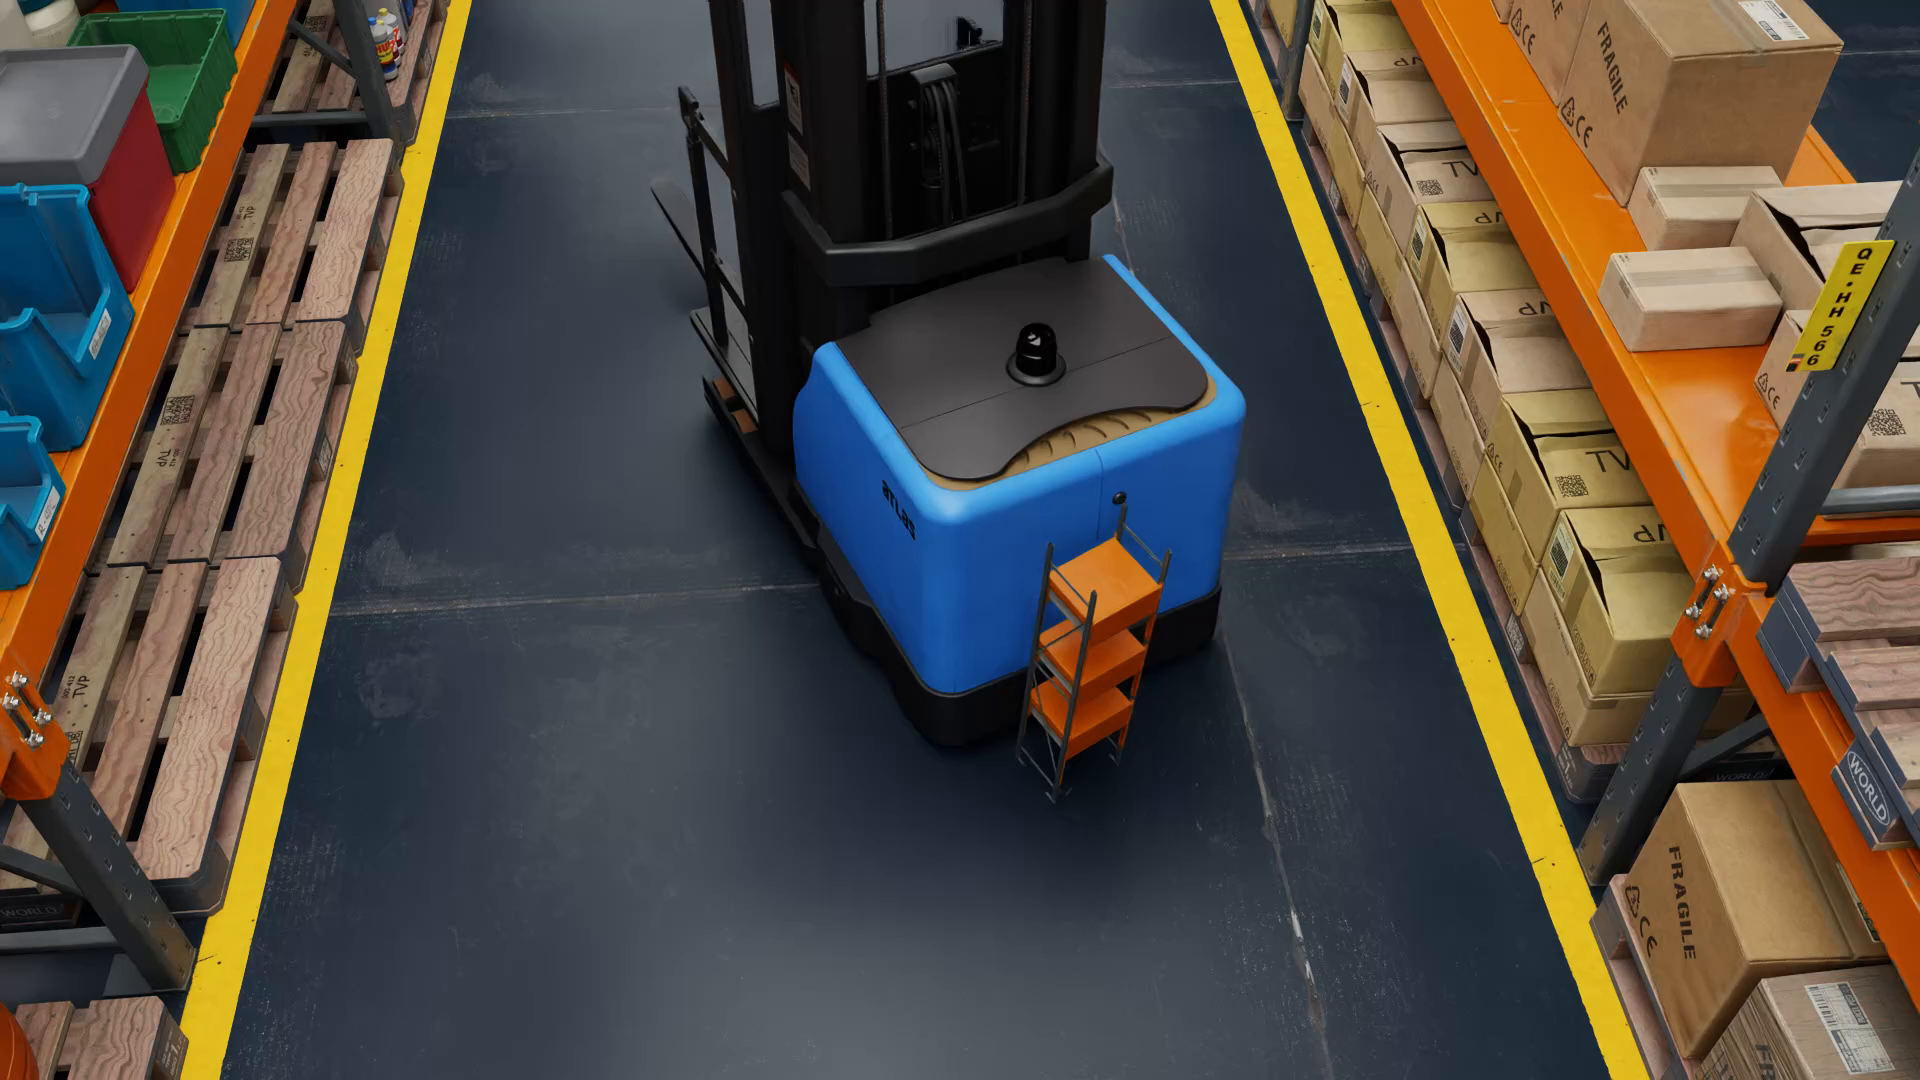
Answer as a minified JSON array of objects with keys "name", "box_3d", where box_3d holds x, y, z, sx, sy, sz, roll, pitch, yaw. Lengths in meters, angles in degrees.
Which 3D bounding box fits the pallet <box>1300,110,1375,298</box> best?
[{"name":"pallet","box_3d":[2.074,-1.506,7.031,1.003,0.211,1.213,-3,47,-3]}]

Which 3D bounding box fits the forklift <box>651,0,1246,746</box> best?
[{"name":"forklift","box_3d":[-0.289,-1.458,5.113,1.130,2.935,3.031,-20,50,-18]}]

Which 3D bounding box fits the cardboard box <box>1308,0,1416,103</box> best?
[{"name":"cardboard box","box_3d":[1.760,-2.073,6.866,0.500,0.311,0.500,-3,47,-3]}]

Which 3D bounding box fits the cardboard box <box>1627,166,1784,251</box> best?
[{"name":"cardboard box","box_3d":[2.145,-0.934,4.742,0.380,0.149,0.250,0,47,0]}]

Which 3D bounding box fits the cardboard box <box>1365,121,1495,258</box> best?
[{"name":"cardboard box","box_3d":[1.841,-1.336,6.168,0.500,0.311,0.500,-5,47,-5]}]

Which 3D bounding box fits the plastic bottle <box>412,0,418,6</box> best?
[{"name":"plastic bottle","box_3d":[-2.633,-2.683,7.747,0.144,0.351,0.185,-5,47,-5]}]

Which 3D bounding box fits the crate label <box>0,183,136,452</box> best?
[{"name":"crate label","box_3d":[-2.442,-0.550,4.181,0.502,0.435,0.616,-3,47,-3]}]

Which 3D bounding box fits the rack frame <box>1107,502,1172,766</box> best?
[{"name":"rack frame","box_3d":[0.457,0.296,4.734,0.008,1.050,0.200,-27,58,-23]}]

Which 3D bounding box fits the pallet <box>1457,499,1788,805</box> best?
[{"name":"pallet","box_3d":[2.278,0.260,5.359,1.003,0.211,1.213,-3,47,-3]}]

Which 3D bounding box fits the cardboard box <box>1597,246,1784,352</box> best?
[{"name":"cardboard box","box_3d":[1.958,-0.649,4.472,0.380,0.149,0.250,-3,47,-3]}]

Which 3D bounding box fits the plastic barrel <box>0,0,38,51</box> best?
[{"name":"plastic barrel","box_3d":[-3.040,-1.507,5.018,0.433,0.535,0.433,0,47,0]}]

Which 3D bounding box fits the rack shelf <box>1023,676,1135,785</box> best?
[{"name":"rack shelf","box_3d":[0.341,0.527,4.910,0.240,0.259,0.215,-27,58,-23]}]

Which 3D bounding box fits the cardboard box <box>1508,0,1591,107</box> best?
[{"name":"cardboard box","box_3d":[2.107,-1.730,5.253,0.500,0.500,0.500,-3,47,-3]}]

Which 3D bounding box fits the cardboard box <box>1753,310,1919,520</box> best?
[{"name":"cardboard box","box_3d":[2.321,-0.336,4.064,0.500,0.311,0.500,-1,47,-1]}]

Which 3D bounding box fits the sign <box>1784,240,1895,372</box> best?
[{"name":"sign","box_3d":[1.755,-0.463,3.325,0.100,0.325,0.005,-3,47,-3]}]

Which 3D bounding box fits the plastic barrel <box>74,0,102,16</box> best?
[{"name":"plastic barrel","box_3d":[-3.101,-2.038,5.521,0.433,0.535,0.433,0,47,0]}]

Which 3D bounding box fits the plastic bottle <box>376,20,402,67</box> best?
[{"name":"plastic bottle","box_3d":[-2.561,-2.217,7.408,0.097,0.201,0.097,0,47,0]}]

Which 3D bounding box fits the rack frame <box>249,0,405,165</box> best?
[{"name":"rack frame","box_3d":[-2.963,-2.697,6.238,1.000,3.000,0.127,-3,47,-3]}]

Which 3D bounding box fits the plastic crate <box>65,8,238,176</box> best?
[{"name":"plastic crate","box_3d":[-2.536,-1.381,5.138,0.450,0.188,0.662,-3,47,-3]}]

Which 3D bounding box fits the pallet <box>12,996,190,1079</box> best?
[{"name":"pallet","box_3d":[-2.521,1.724,3.972,1.003,0.211,1.213,-3,47,-3]}]

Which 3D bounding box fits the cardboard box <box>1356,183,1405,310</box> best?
[{"name":"cardboard box","box_3d":[1.848,-1.143,6.371,0.500,0.250,0.500,-5,47,-5]}]

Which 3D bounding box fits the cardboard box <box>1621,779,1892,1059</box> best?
[{"name":"cardboard box","box_3d":[2.061,0.954,4.199,0.500,0.500,0.500,-2,47,-2]}]

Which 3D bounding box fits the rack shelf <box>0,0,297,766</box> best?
[{"name":"rack shelf","box_3d":[-2.796,-1.003,5.129,1.077,0.370,4.000,-3,47,-3]}]

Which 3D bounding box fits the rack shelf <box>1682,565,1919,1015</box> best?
[{"name":"rack shelf","box_3d":[2.476,1.593,2.671,1.077,0.370,4.000,-3,47,-3]}]

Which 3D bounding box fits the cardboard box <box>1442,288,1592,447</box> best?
[{"name":"cardboard box","box_3d":[1.929,-0.598,5.469,0.500,0.311,0.500,-4,47,-4]}]

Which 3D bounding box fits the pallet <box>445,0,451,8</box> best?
[{"name":"pallet","box_3d":[-3.083,-3.111,8.551,1.003,0.211,1.213,-3,47,-3]}]

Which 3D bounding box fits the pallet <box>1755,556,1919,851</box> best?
[{"name":"pallet","box_3d":[2.435,0.451,3.389,1.213,0.211,1.003,-3,47,-3]}]

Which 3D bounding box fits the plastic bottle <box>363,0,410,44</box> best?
[{"name":"plastic bottle","box_3d":[-2.607,-2.401,7.531,0.152,0.276,0.135,-2,47,-2]}]

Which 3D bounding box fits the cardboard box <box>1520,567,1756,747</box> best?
[{"name":"cardboard box","box_3d":[2.021,0.334,4.972,0.500,0.250,0.500,-2,47,-2]}]

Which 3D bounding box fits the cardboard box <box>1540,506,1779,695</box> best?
[{"name":"cardboard box","box_3d":[2.019,0.143,4.767,0.500,0.311,0.500,-2,47,-2]}]

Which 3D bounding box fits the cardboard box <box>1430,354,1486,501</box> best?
[{"name":"cardboard box","box_3d":[1.935,-0.403,5.670,0.500,0.250,0.500,-3,47,-2]}]

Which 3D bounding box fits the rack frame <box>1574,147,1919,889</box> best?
[{"name":"rack frame","box_3d":[2.308,-0.101,3.780,1.000,3.000,0.127,-3,47,-3]}]

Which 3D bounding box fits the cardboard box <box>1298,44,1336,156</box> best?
[{"name":"cardboard box","box_3d":[1.760,-1.887,7.076,0.500,0.250,0.500,-5,47,-4]}]

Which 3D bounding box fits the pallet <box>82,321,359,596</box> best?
[{"name":"pallet","box_3d":[-2.753,-0.288,5.877,1.003,0.211,1.213,-3,47,-3]}]

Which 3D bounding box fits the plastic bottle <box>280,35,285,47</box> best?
[{"name":"plastic bottle","box_3d":[-3.160,-2.395,7.473,0.144,0.351,0.185,-3,47,-3]}]

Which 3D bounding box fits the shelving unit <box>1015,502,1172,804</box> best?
[{"name":"shelving unit","box_3d":[0.357,0.347,4.686,0.252,1.050,0.215,-27,58,-23]}]
